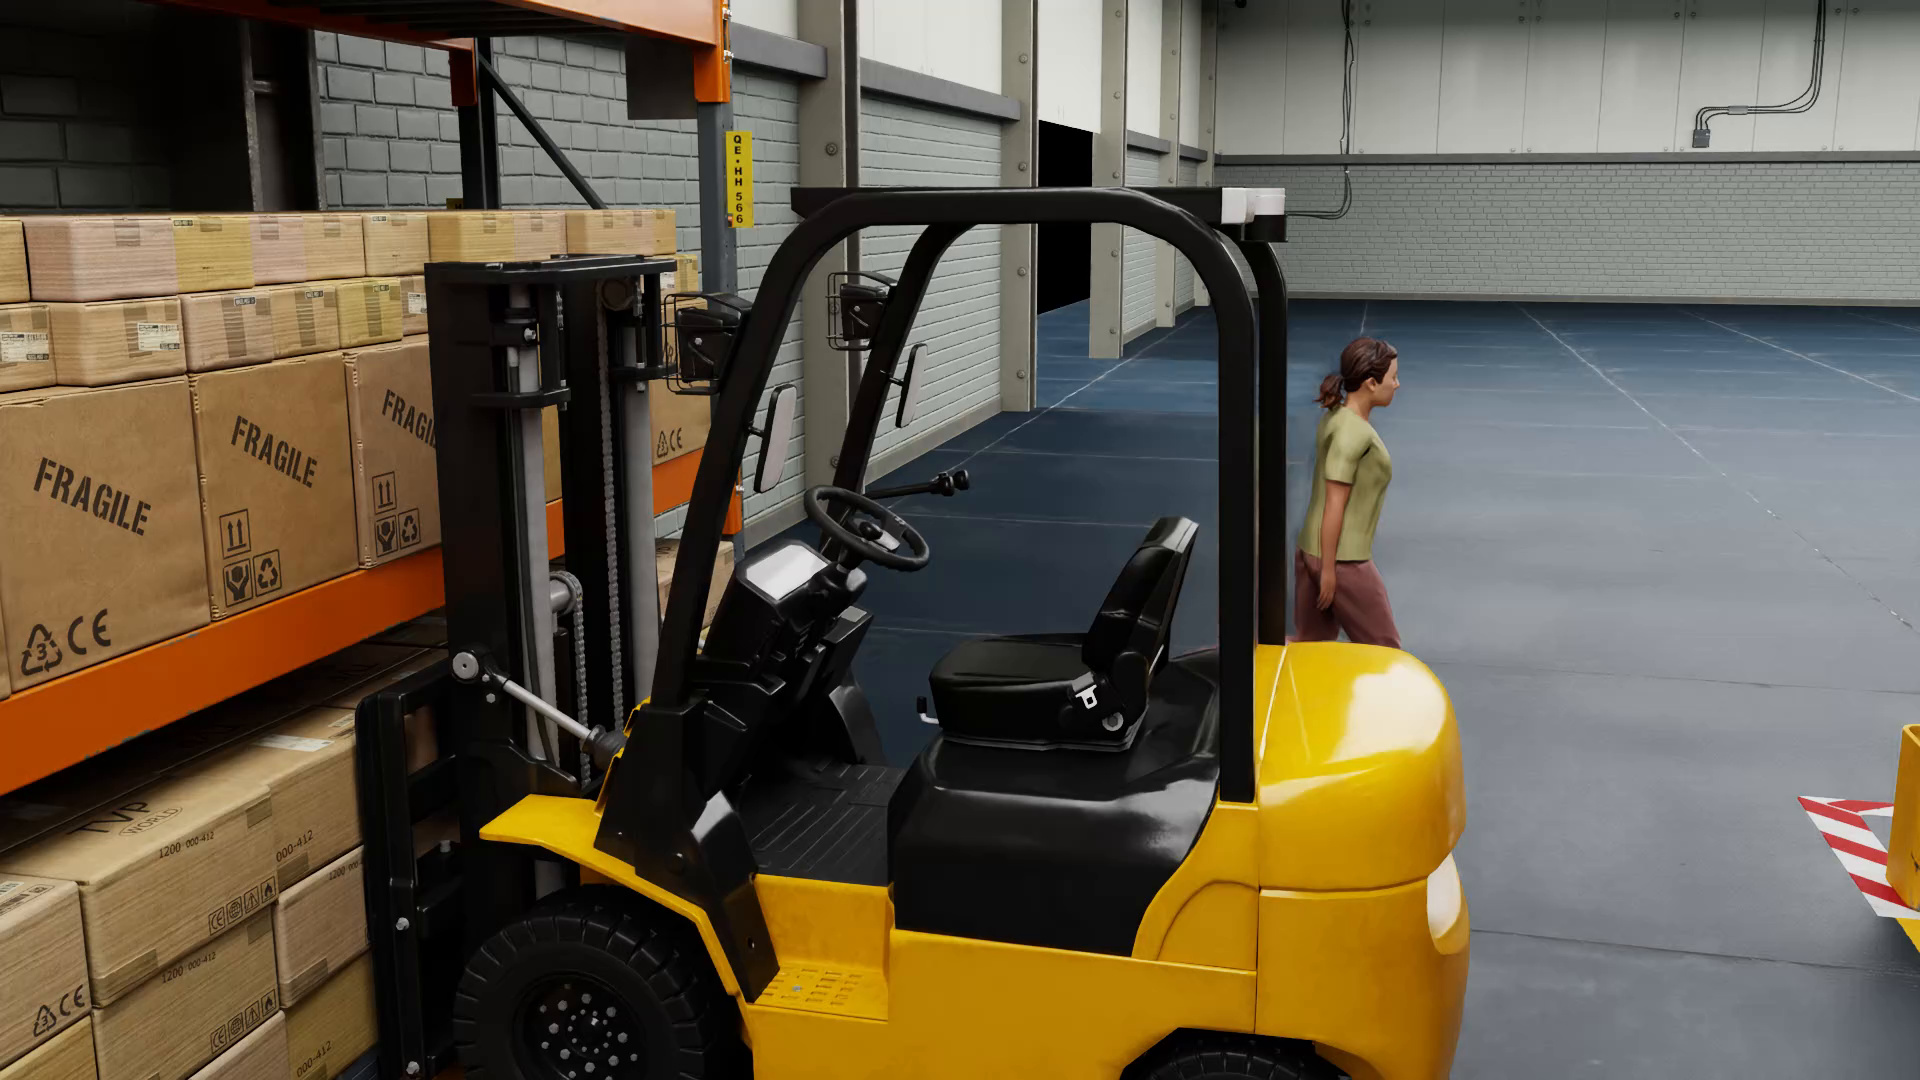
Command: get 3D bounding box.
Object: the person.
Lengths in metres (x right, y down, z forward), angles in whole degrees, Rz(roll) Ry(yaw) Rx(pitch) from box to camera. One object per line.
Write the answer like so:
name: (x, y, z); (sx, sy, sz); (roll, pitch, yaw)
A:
person: (1.313, 0.065, 6.149); (0.912, 1.633, 0.453); (0, 12, 2)
